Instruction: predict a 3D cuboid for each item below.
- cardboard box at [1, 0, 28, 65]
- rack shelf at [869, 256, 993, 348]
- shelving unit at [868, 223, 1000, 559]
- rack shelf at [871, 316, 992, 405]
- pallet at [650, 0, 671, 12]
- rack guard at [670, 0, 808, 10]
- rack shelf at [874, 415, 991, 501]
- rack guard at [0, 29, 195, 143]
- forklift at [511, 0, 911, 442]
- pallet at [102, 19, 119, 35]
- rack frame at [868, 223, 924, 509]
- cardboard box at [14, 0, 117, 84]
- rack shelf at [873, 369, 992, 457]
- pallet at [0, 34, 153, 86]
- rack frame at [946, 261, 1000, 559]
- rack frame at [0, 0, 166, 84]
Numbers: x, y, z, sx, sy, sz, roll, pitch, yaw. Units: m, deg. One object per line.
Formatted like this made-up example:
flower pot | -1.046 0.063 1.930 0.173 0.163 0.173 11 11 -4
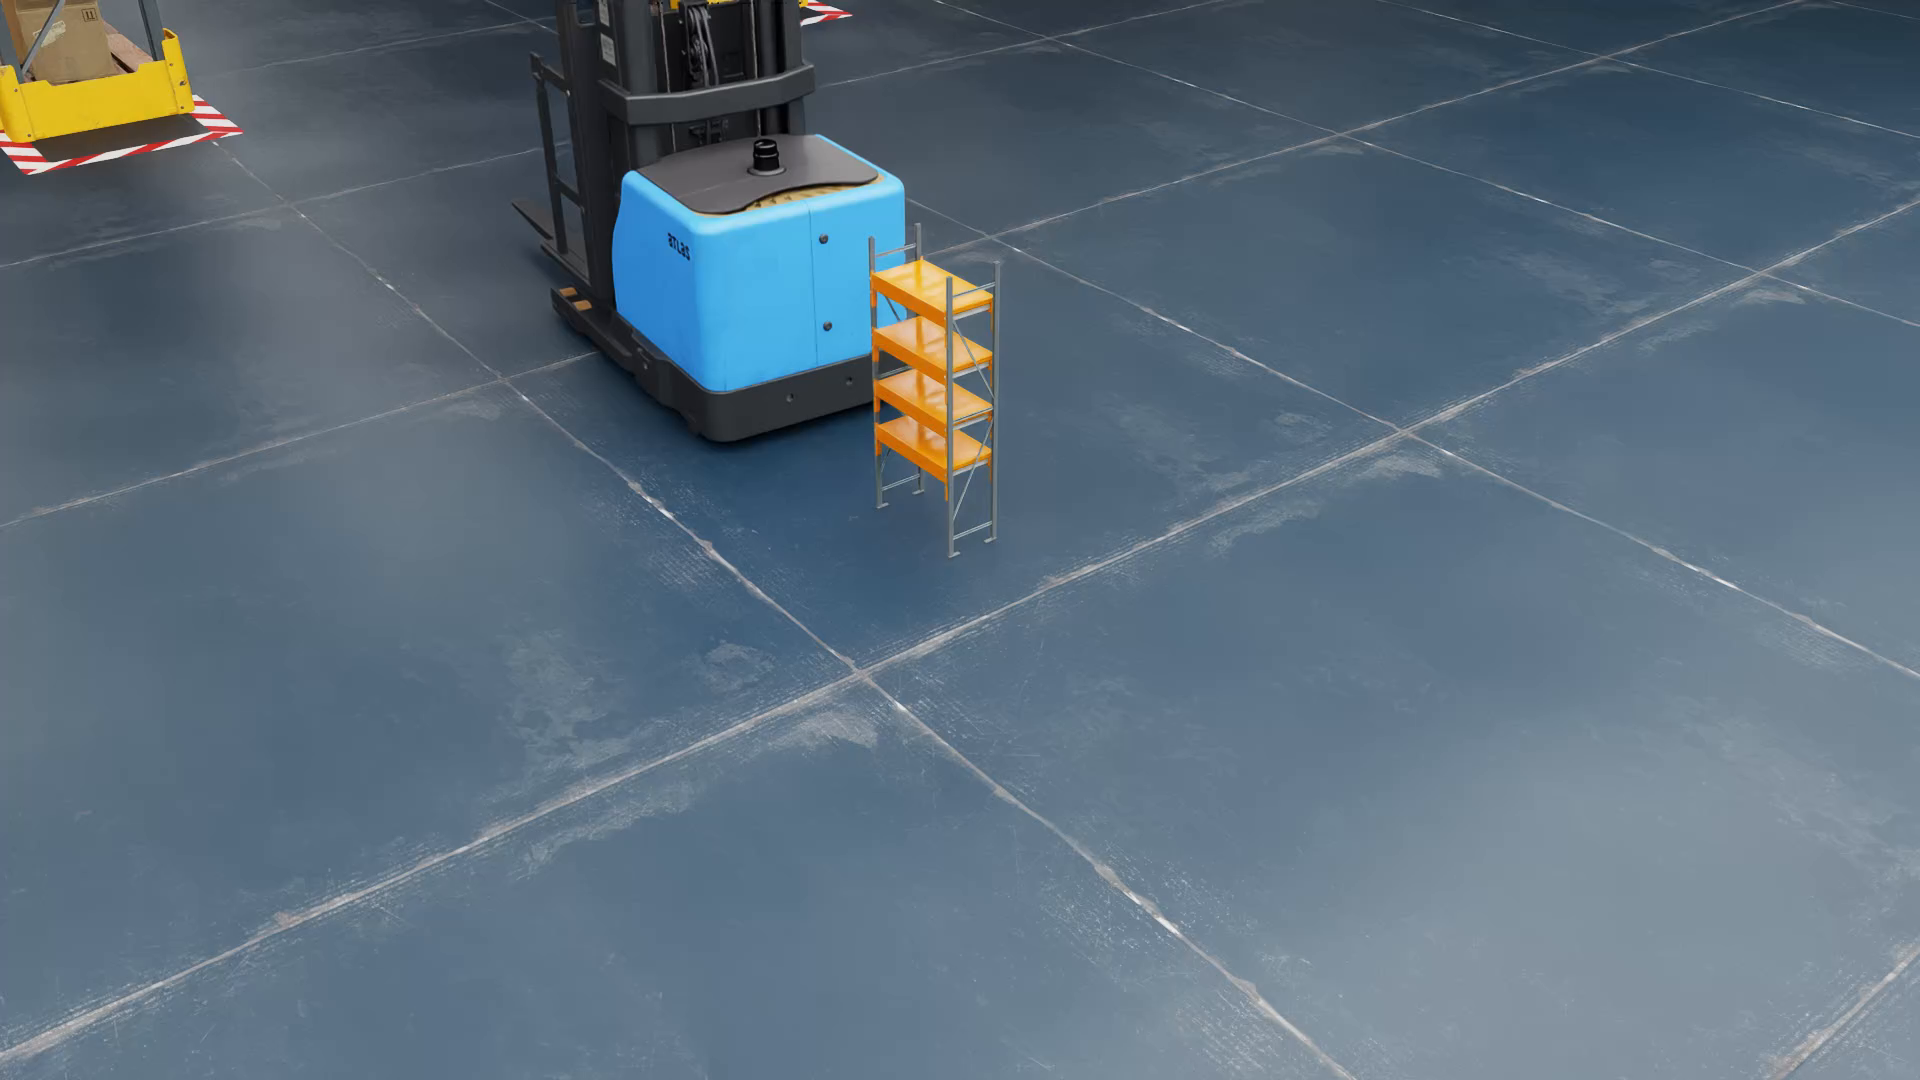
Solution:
cardboard box | -6.578 -3.727 11.879 0.500 0.500 0.500 -12 34 -19
rack shelf | -0.101 -0.913 6.337 0.258 0.148 0.480 -22 38 -31
shelving unit | -0.101 -0.579 6.545 0.258 1.200 0.503 -22 38 -31
rack shelf | -0.101 -0.712 6.462 0.258 0.148 0.480 -22 38 -31
pallet | -2.387 -4.793 14.267 1.003 0.211 1.213 -22 38 -31
rack guard | -1.820 -4.598 13.679 1.175 0.500 0.348 -22 38 -31
rack shelf | -0.102 -0.353 6.685 0.258 0.148 0.480 -22 38 -31
rack guard | -5.862 -3.077 11.230 1.175 0.500 0.348 -22 38 -31
forklift | -1.447 -2.415 7.860 1.130 2.935 3.031 -19 36 -27
pallet | -7.076 -3.812 12.688 1.003 0.211 1.213 -22 38 -31
rack frame | -0.251 -0.680 6.708 0.240 1.200 0.015 -22 38 -31
cardboard box | -6.185 -3.489 11.496 0.500 0.500 0.500 -15 35 -23
rack shelf | -0.101 -0.522 6.580 0.258 0.148 0.480 -22 38 -31
pallet | -6.332 -3.304 11.870 1.003 0.211 1.213 -22 38 -31
rack frame | 0.048 -0.477 6.381 0.240 1.200 0.015 -22 38 -31
rack frame | -5.815 -4.107 10.519 1.000 3.000 0.127 -22 38 -31
